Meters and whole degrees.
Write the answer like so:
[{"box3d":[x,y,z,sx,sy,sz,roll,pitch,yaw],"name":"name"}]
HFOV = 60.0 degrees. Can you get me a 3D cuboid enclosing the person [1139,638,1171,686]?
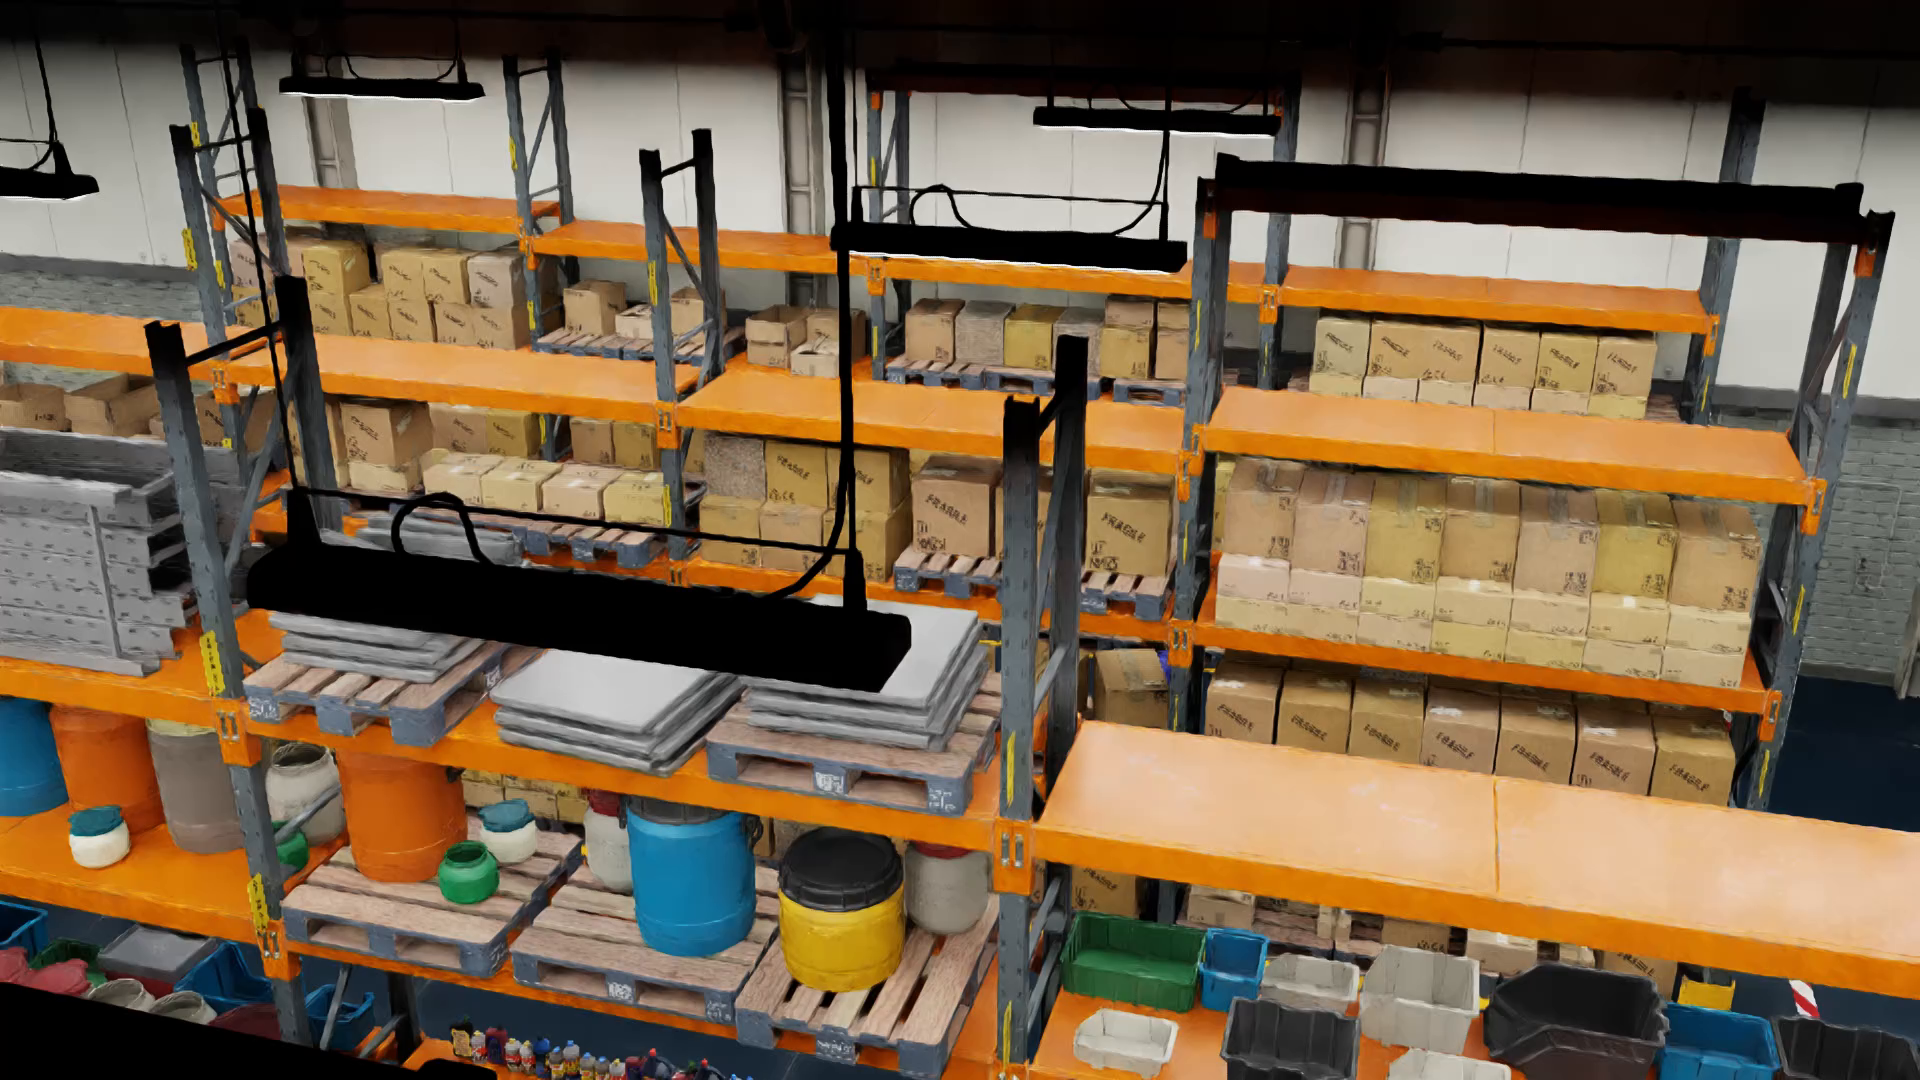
[{"box3d":[1.841,1.547,14.987,0.518,1.604,0.592,5,23,13],"name":"person"}]
